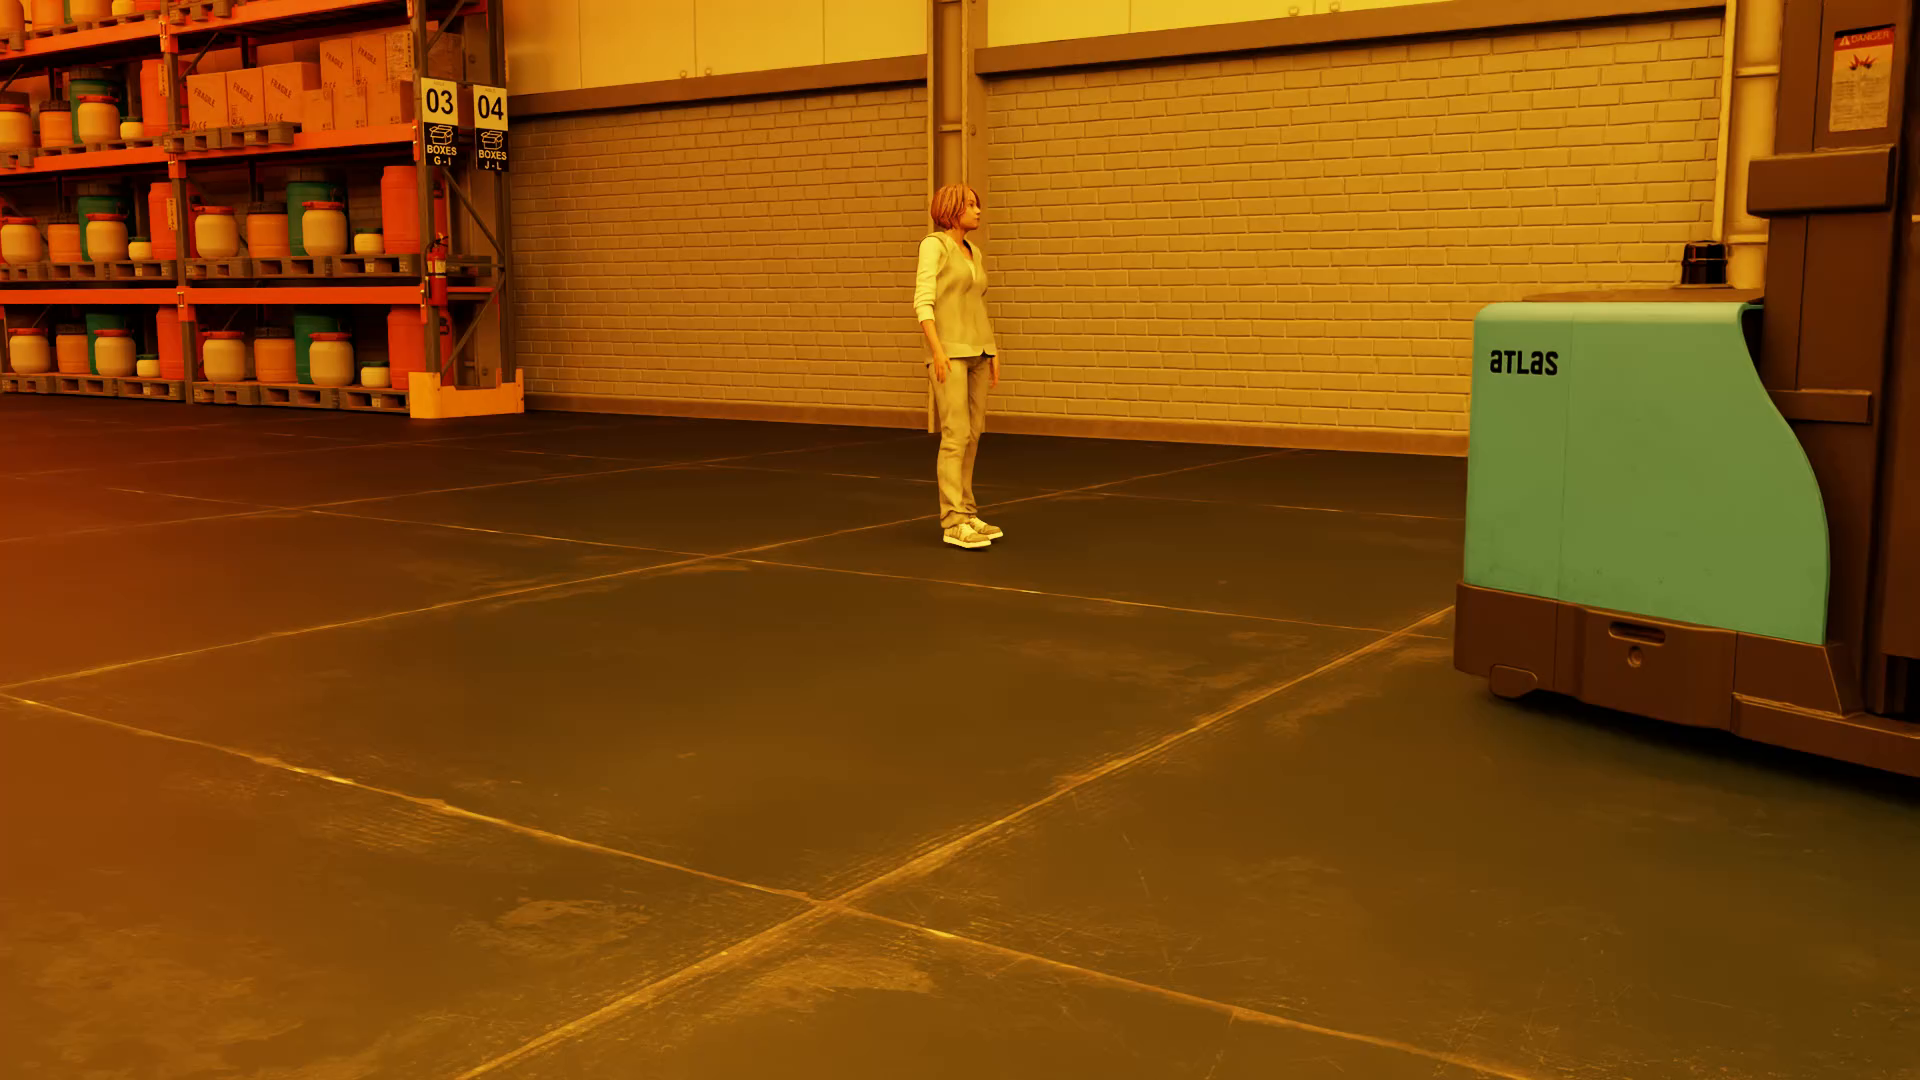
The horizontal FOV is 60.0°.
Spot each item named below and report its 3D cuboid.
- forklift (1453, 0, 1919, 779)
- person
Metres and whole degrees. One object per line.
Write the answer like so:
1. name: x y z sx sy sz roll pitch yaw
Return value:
1. forklift: 2.606 -0.893 3.473 1.130 2.935 3.031 -5 10 -34
2. person: 0.053 -0.791 7.438 0.475 1.597 0.520 5 10 34
